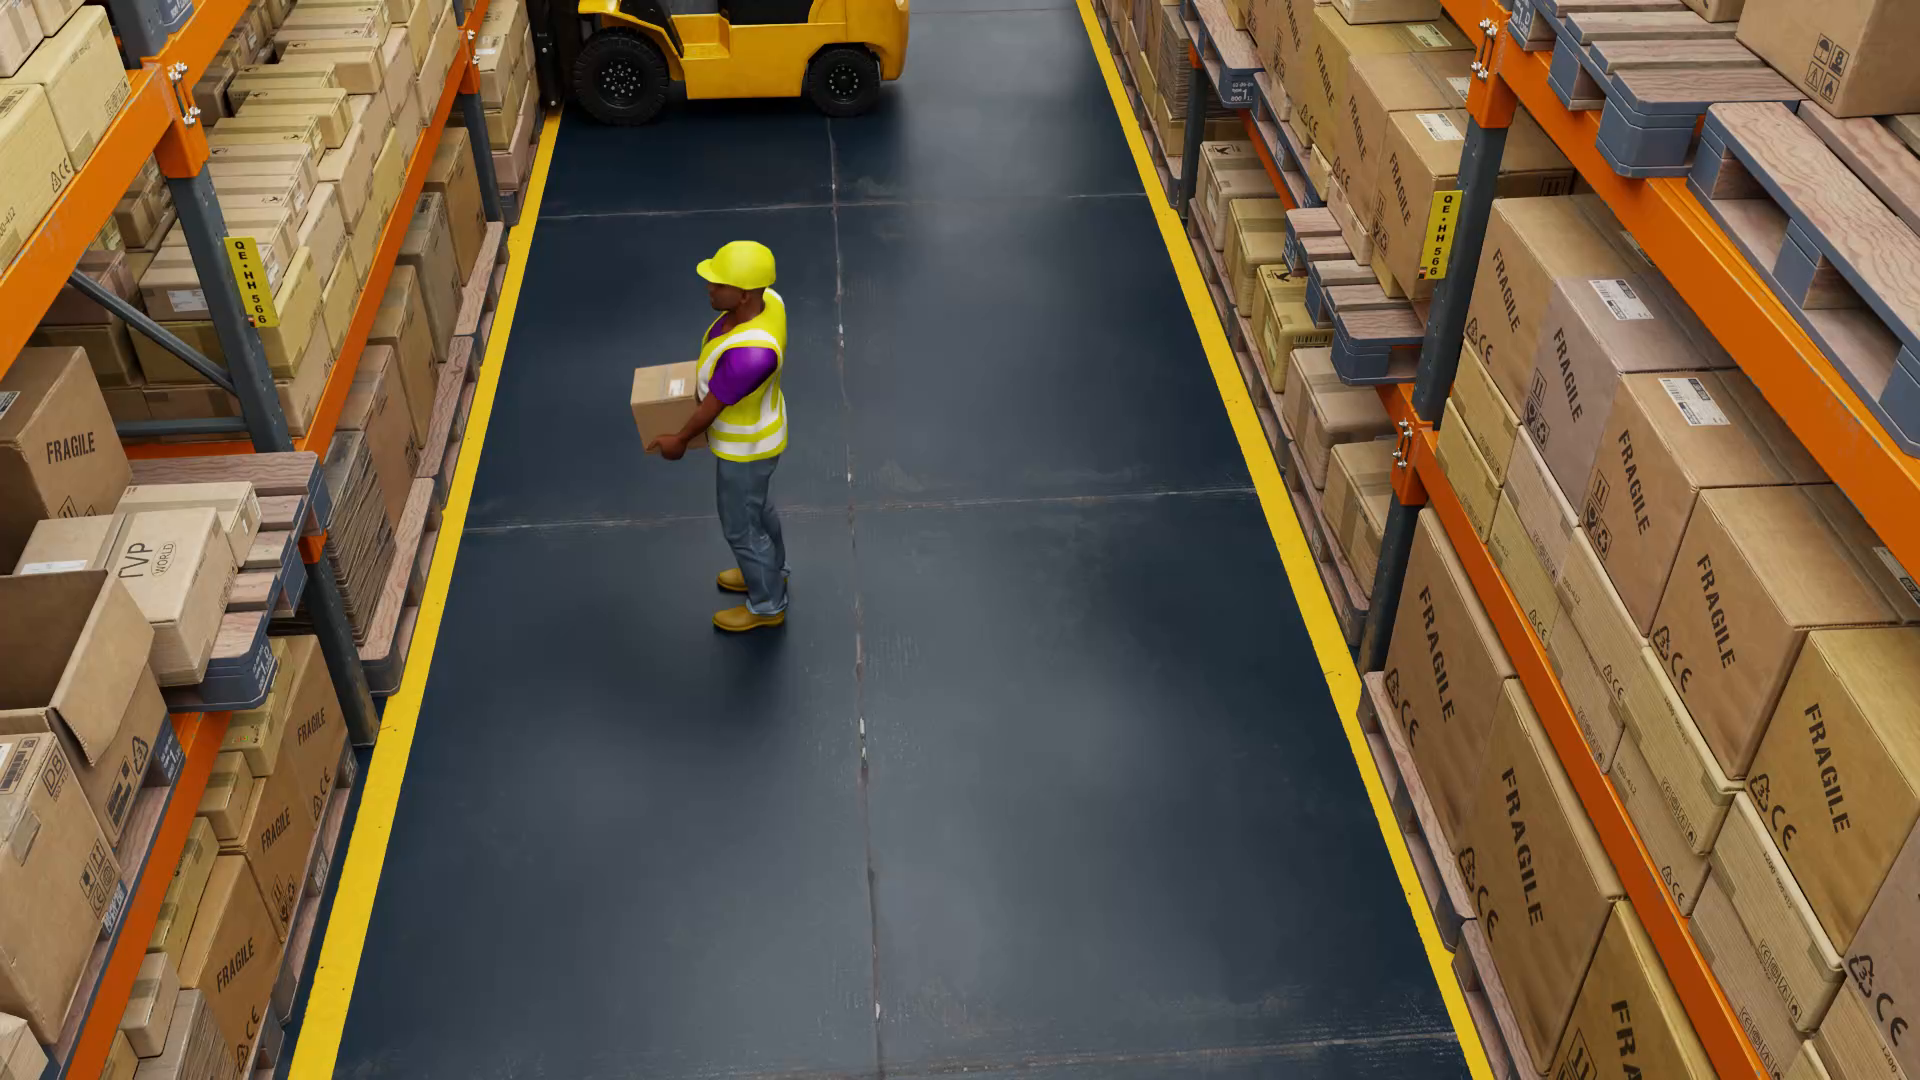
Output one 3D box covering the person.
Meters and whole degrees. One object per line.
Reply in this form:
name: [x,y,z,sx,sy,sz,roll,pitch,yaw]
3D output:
person: [-0.950,-0.402,6.637,0.574,1.760,0.504,-2,39,-3]
